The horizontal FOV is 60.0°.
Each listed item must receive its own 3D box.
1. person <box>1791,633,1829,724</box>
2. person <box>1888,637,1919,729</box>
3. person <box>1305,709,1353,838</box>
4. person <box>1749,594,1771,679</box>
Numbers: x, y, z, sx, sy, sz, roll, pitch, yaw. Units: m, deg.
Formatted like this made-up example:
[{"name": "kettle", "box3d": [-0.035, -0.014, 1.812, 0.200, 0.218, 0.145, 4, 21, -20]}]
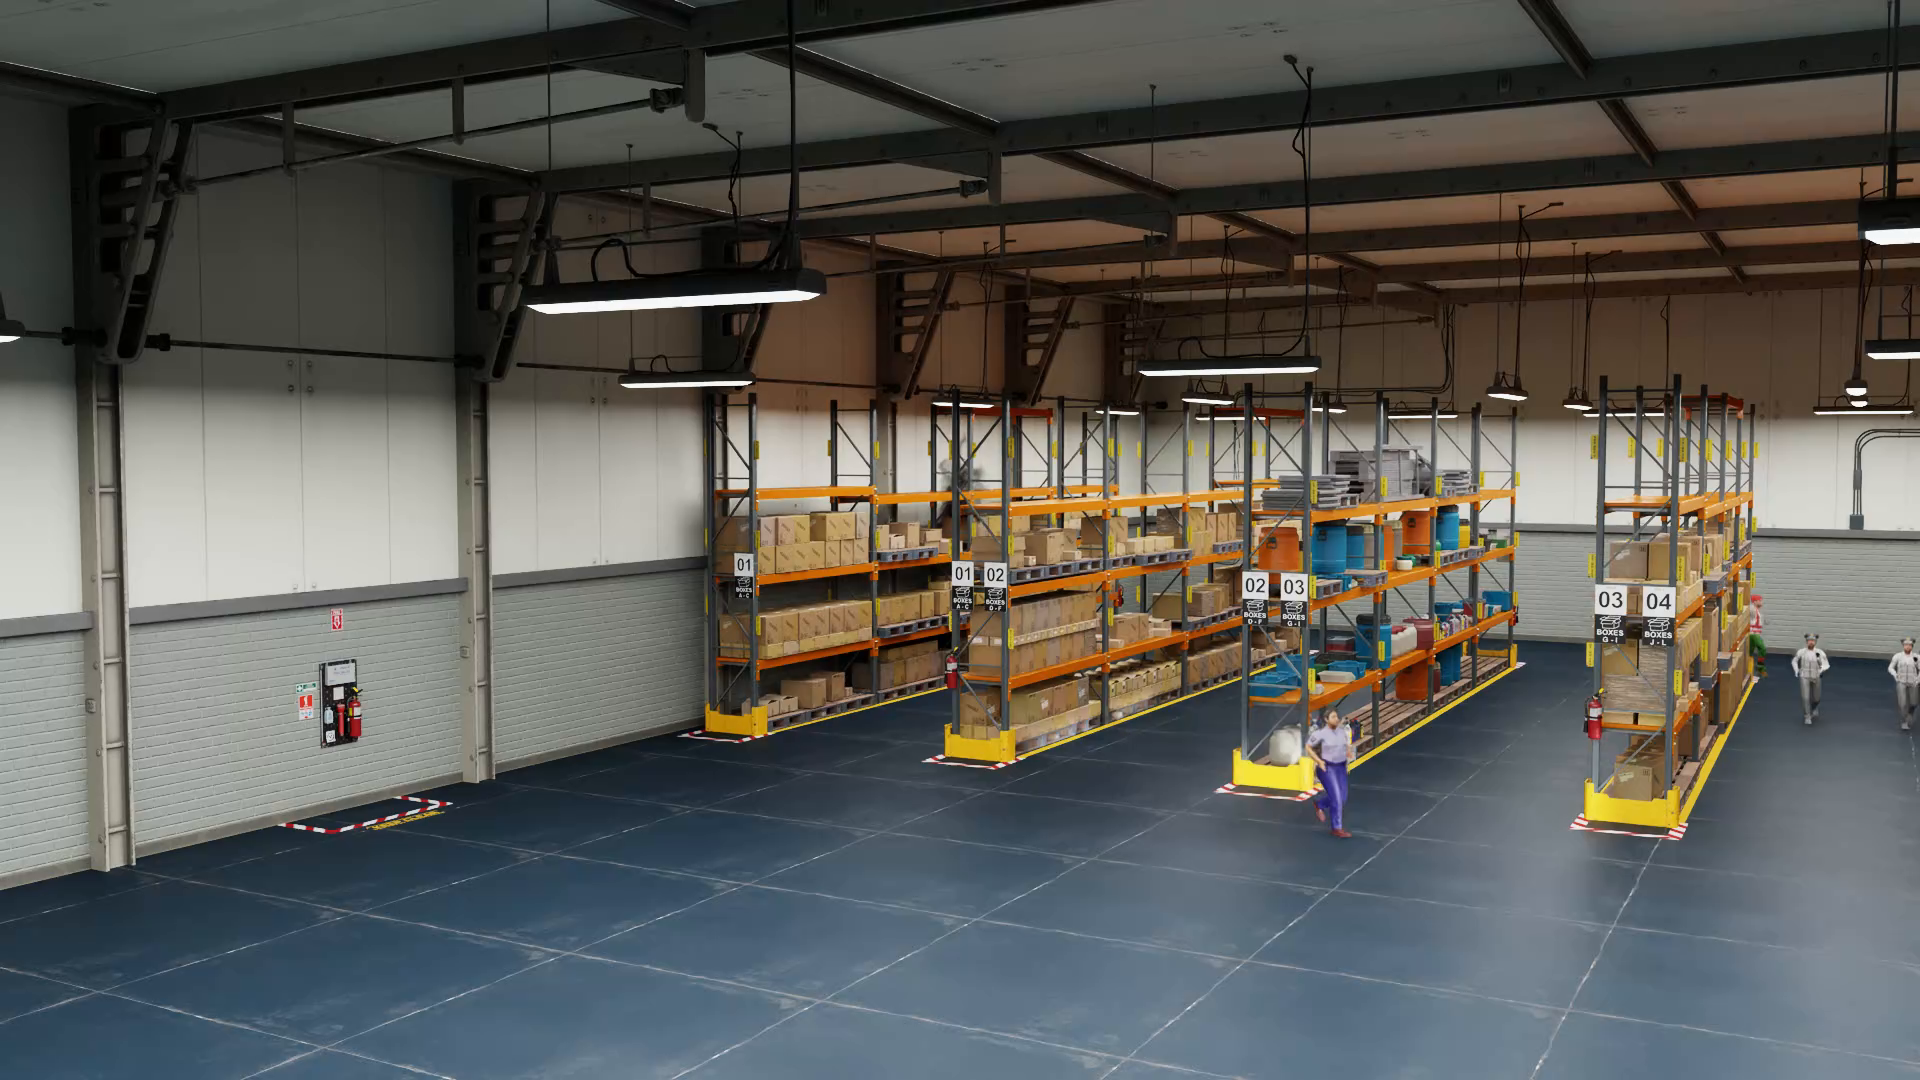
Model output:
[{"name": "person", "box3d": [15.585, 2.523, 30.498, 0.623, 1.656, 0.735, 2, 3, 27]}, {"name": "person", "box3d": [17.009, 2.562, 29.867, 0.612, 1.648, 0.573, 2, 3, 28]}, {"name": "person", "box3d": [4.845, 3.018, 21.742, 0.620, 1.613, 0.804, -2, 4, -30]}, {"name": "person", "box3d": [17.554, 2.115, 36.850, 0.869, 1.823, 0.692, 3, 4, 40]}]
